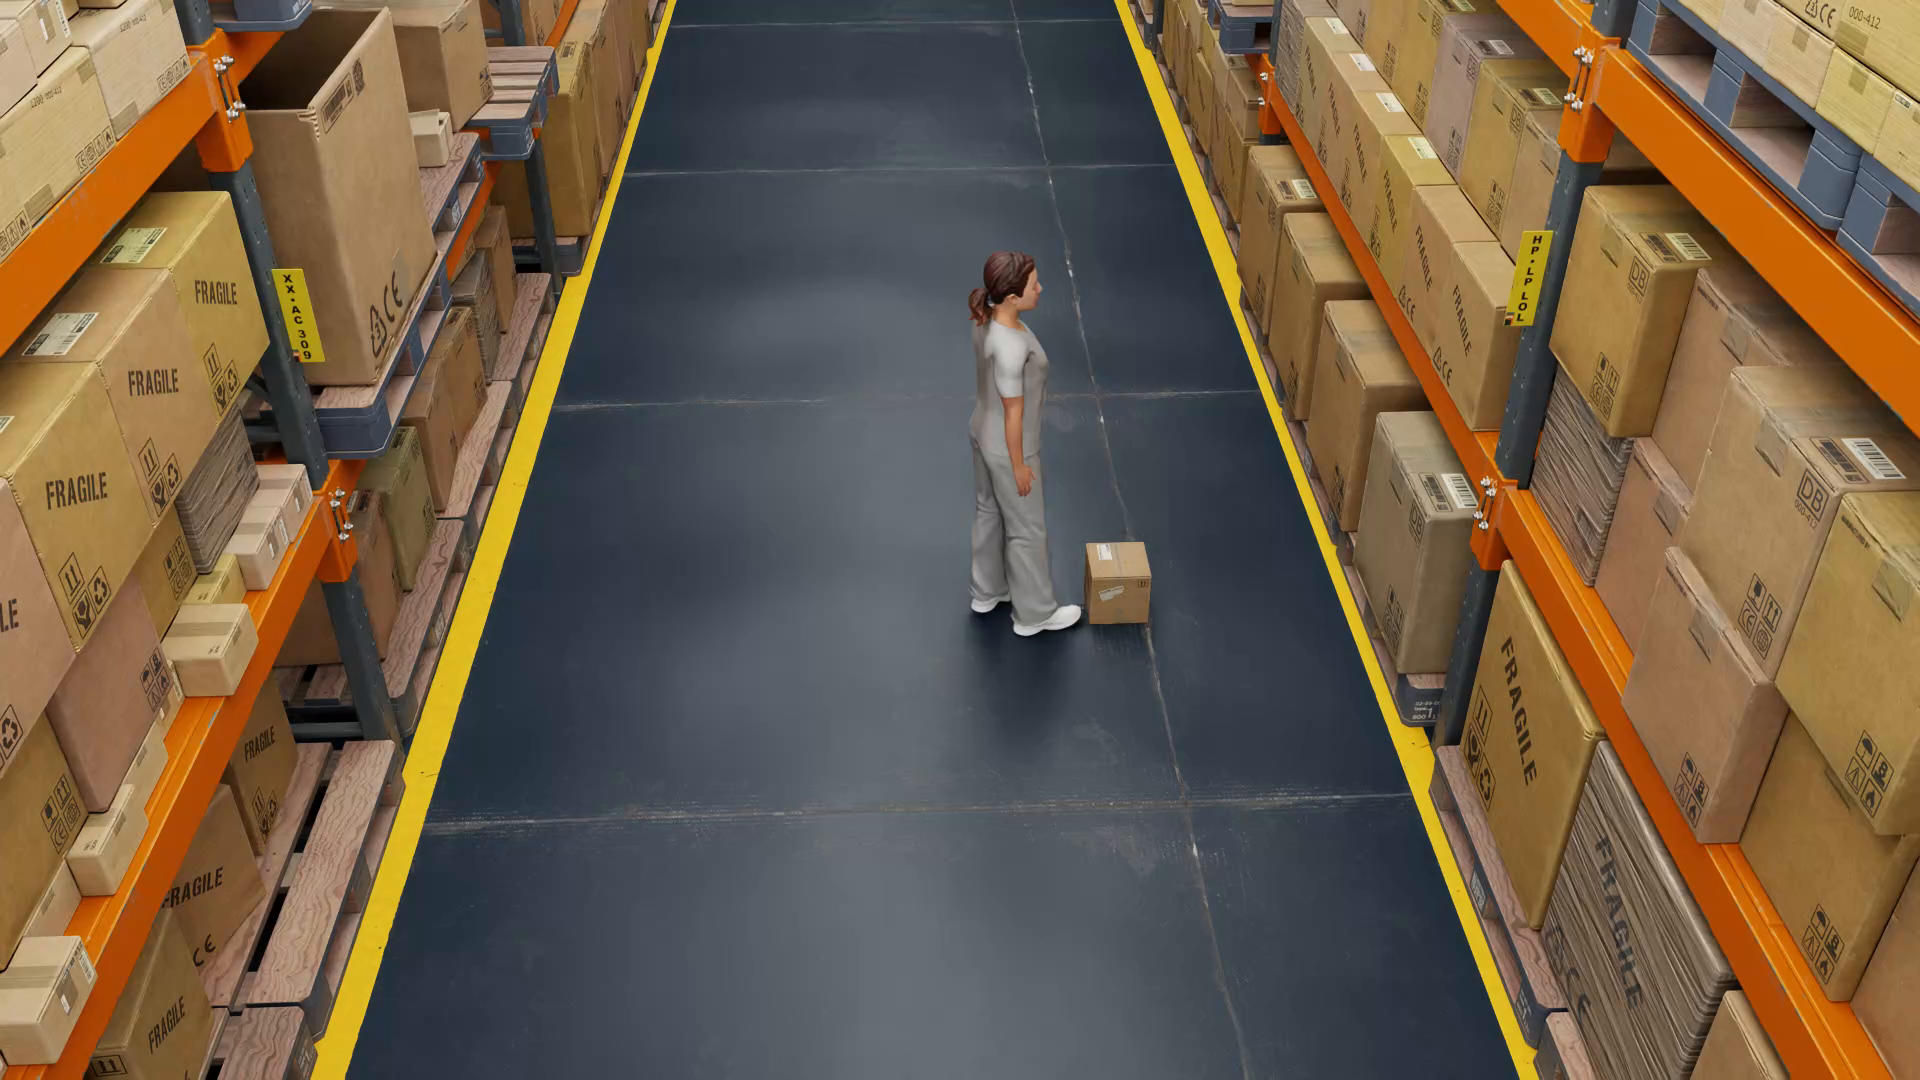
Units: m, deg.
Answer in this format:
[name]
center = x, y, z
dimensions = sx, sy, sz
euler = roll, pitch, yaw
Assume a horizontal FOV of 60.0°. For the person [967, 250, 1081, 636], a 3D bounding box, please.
[person]
center = 0.249, -0.398, 6.697
dimensions = 0.465, 1.672, 0.486
euler = -9, 36, -13
